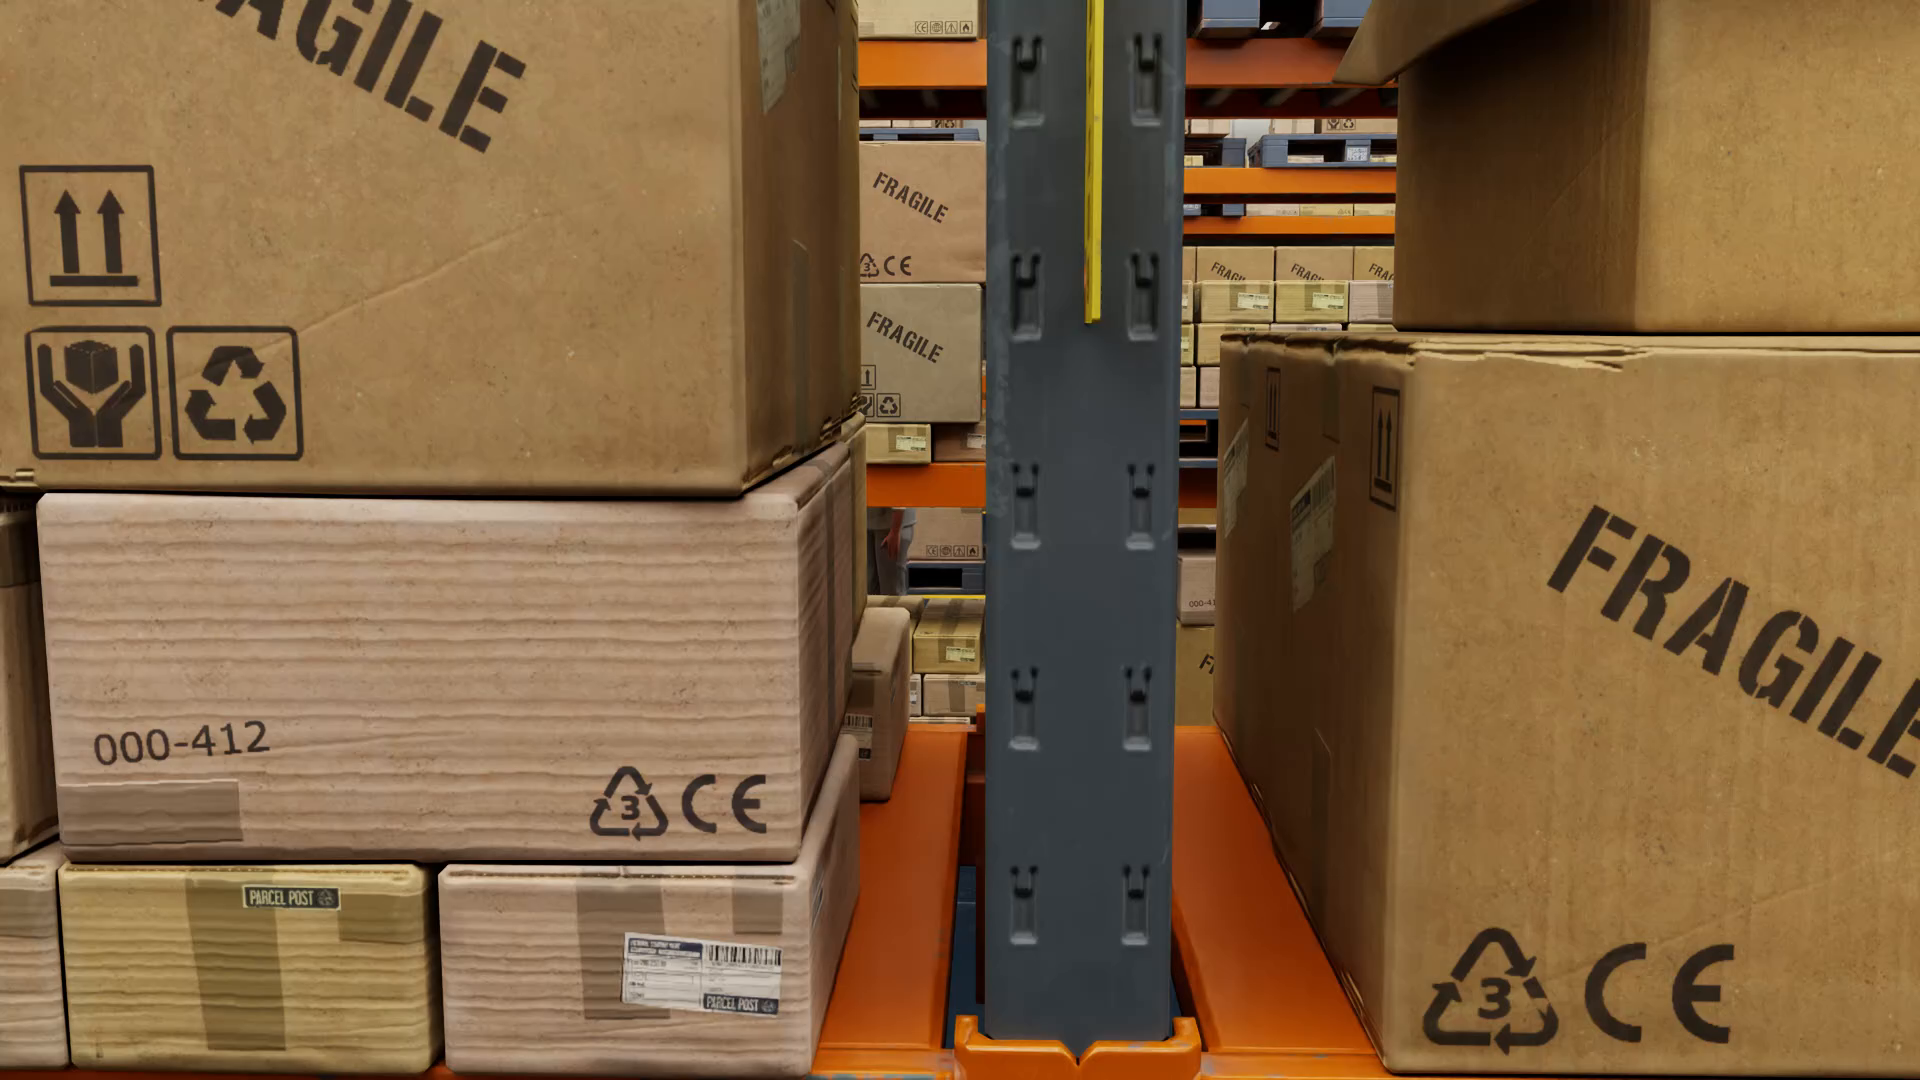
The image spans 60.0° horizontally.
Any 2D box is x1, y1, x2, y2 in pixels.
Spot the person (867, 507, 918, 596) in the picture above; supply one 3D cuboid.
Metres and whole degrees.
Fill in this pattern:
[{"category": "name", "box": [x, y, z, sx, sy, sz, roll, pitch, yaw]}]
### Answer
[{"category": "person", "box": [-0.366, -0.058, 8.111, 0.328, 1.599, 0.456, -2, 8, -17]}]
